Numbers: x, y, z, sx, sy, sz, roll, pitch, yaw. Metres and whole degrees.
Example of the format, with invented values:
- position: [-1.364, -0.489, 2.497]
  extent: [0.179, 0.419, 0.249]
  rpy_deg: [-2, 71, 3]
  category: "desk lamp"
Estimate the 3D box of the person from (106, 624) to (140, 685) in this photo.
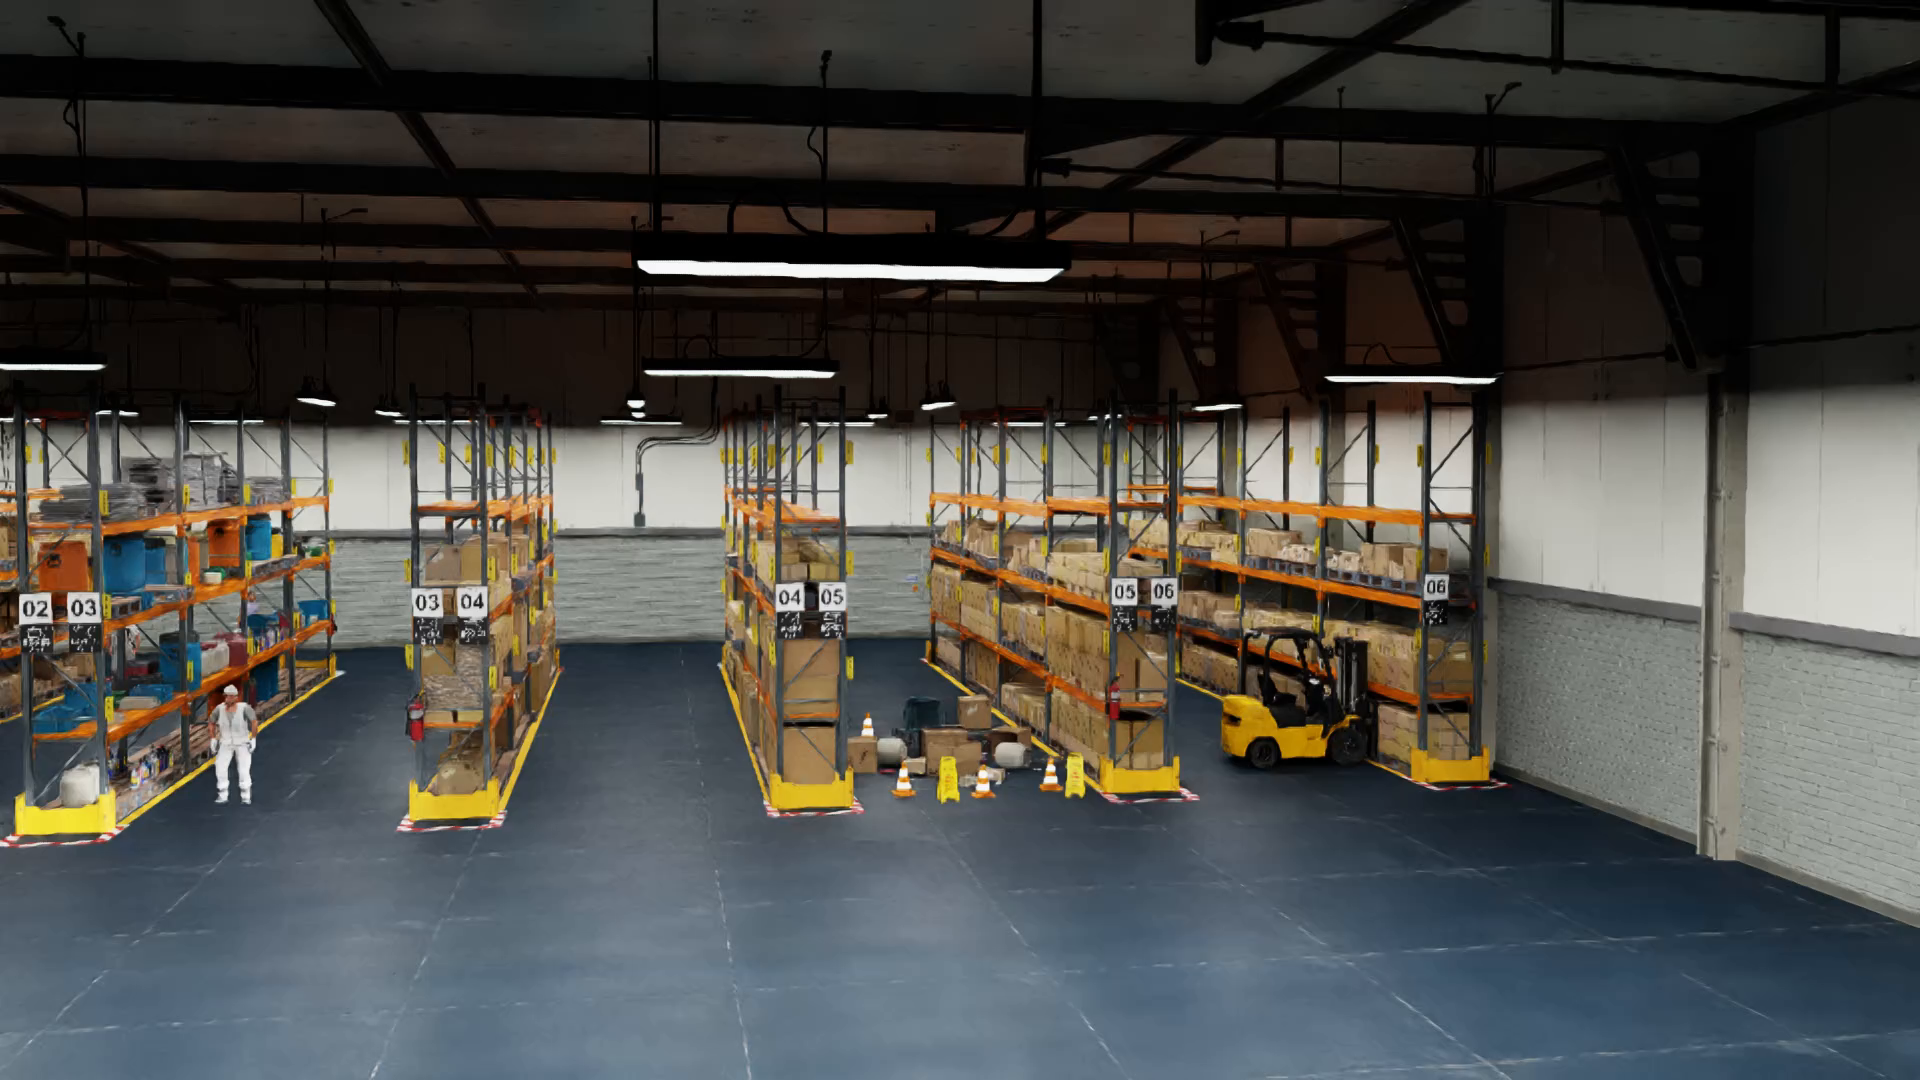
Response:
- position: [-17.957, 2.342, 35.693]
  extent: [0.682, 1.715, 0.542]
  rpy_deg: [-1, 3, -13]
  category: "person"

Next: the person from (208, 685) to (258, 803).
- position: [-10.426, 2.931, 23.851]
  extent: [0.677, 1.741, 0.547]
  rpy_deg: [-1, 3, -11]
  category: "person"

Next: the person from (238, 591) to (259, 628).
- position: [-17.784, 2.087, 41.482]
  extent: [0.522, 1.641, 0.556]
  rpy_deg: [3, 4, 42]
  category: "person"
